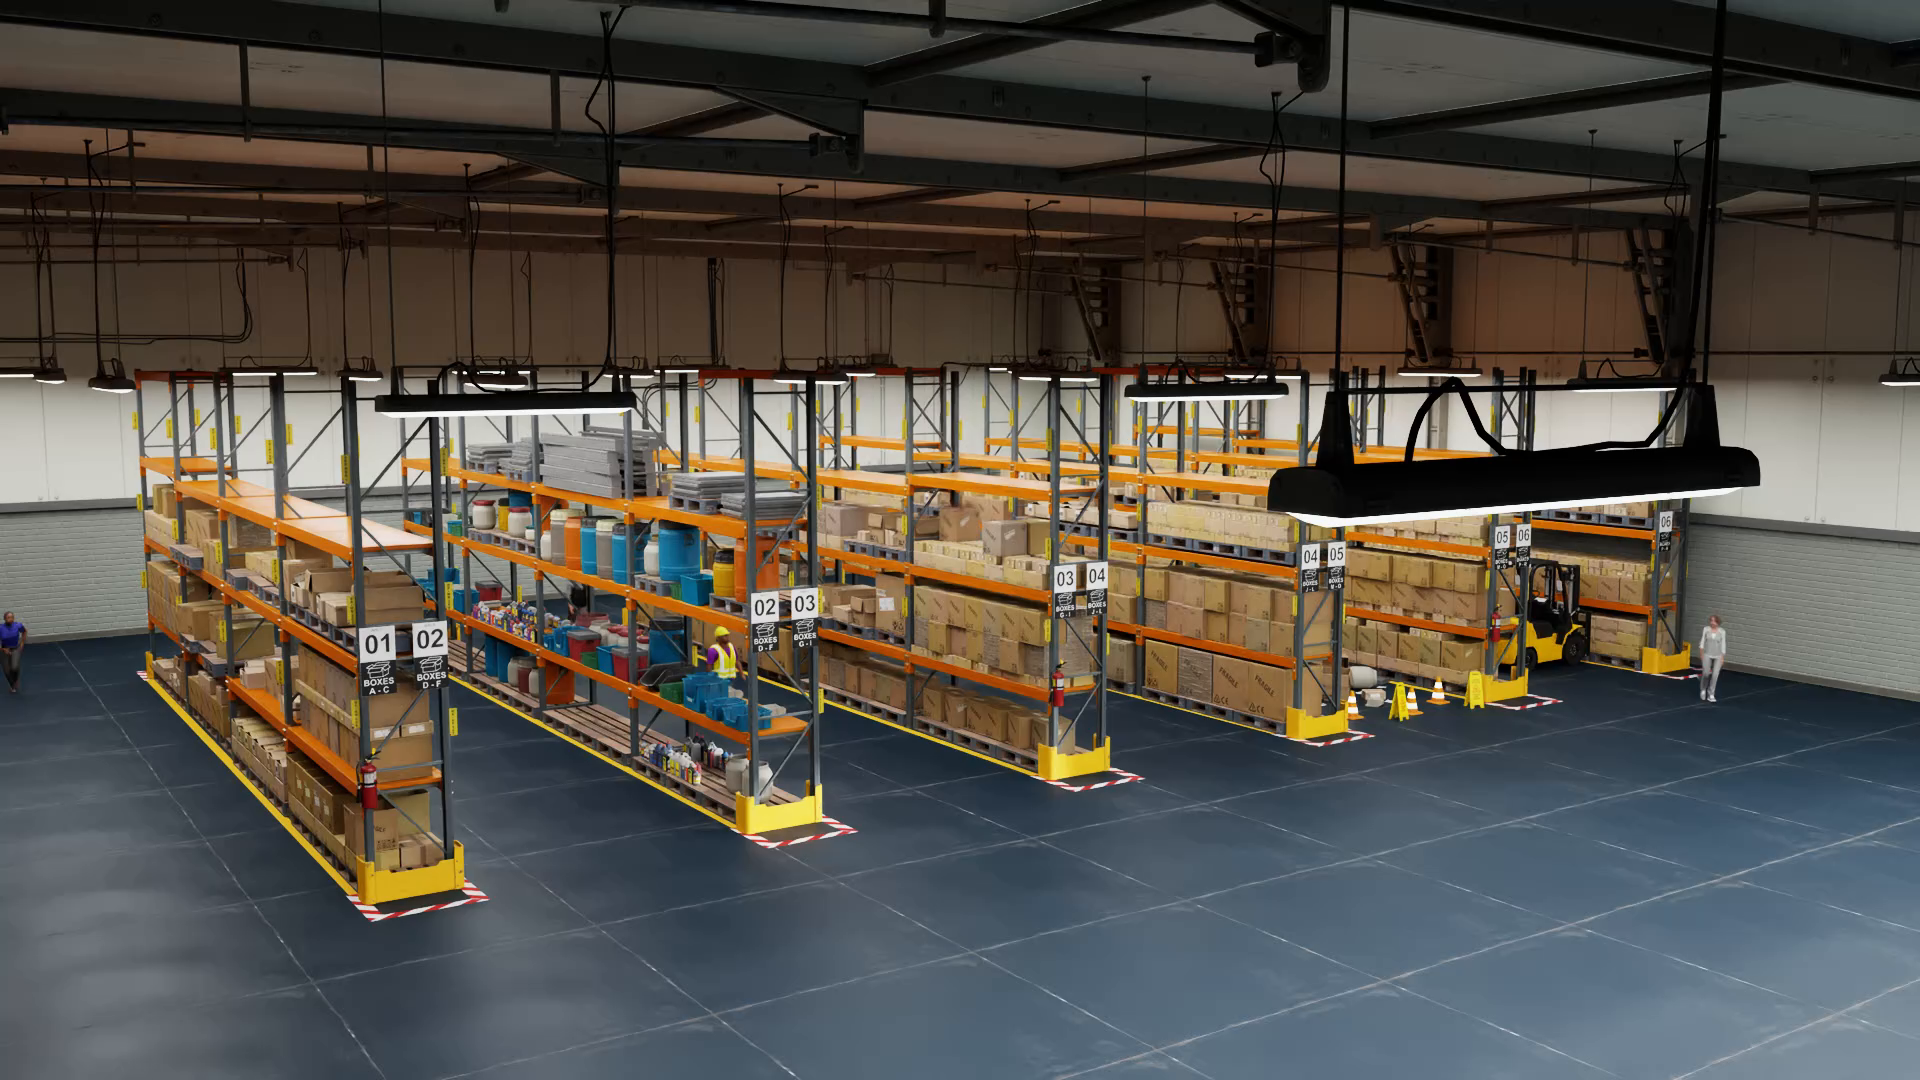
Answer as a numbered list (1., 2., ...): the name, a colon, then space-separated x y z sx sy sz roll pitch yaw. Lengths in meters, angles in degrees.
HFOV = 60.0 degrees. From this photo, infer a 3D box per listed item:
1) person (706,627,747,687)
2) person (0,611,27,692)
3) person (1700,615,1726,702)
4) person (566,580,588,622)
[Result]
1. person: -3.922 2.312 27.928 1.090 1.697 0.638 6 9 41
2. person: -17.631 2.082 30.882 0.542 1.553 0.735 -3 7 -23
3. person: 13.619 2.130 30.084 0.396 1.590 0.424 1 7 11
4. person: -8.271 1.435 36.014 0.568 1.669 1.084 -5 8 -36
